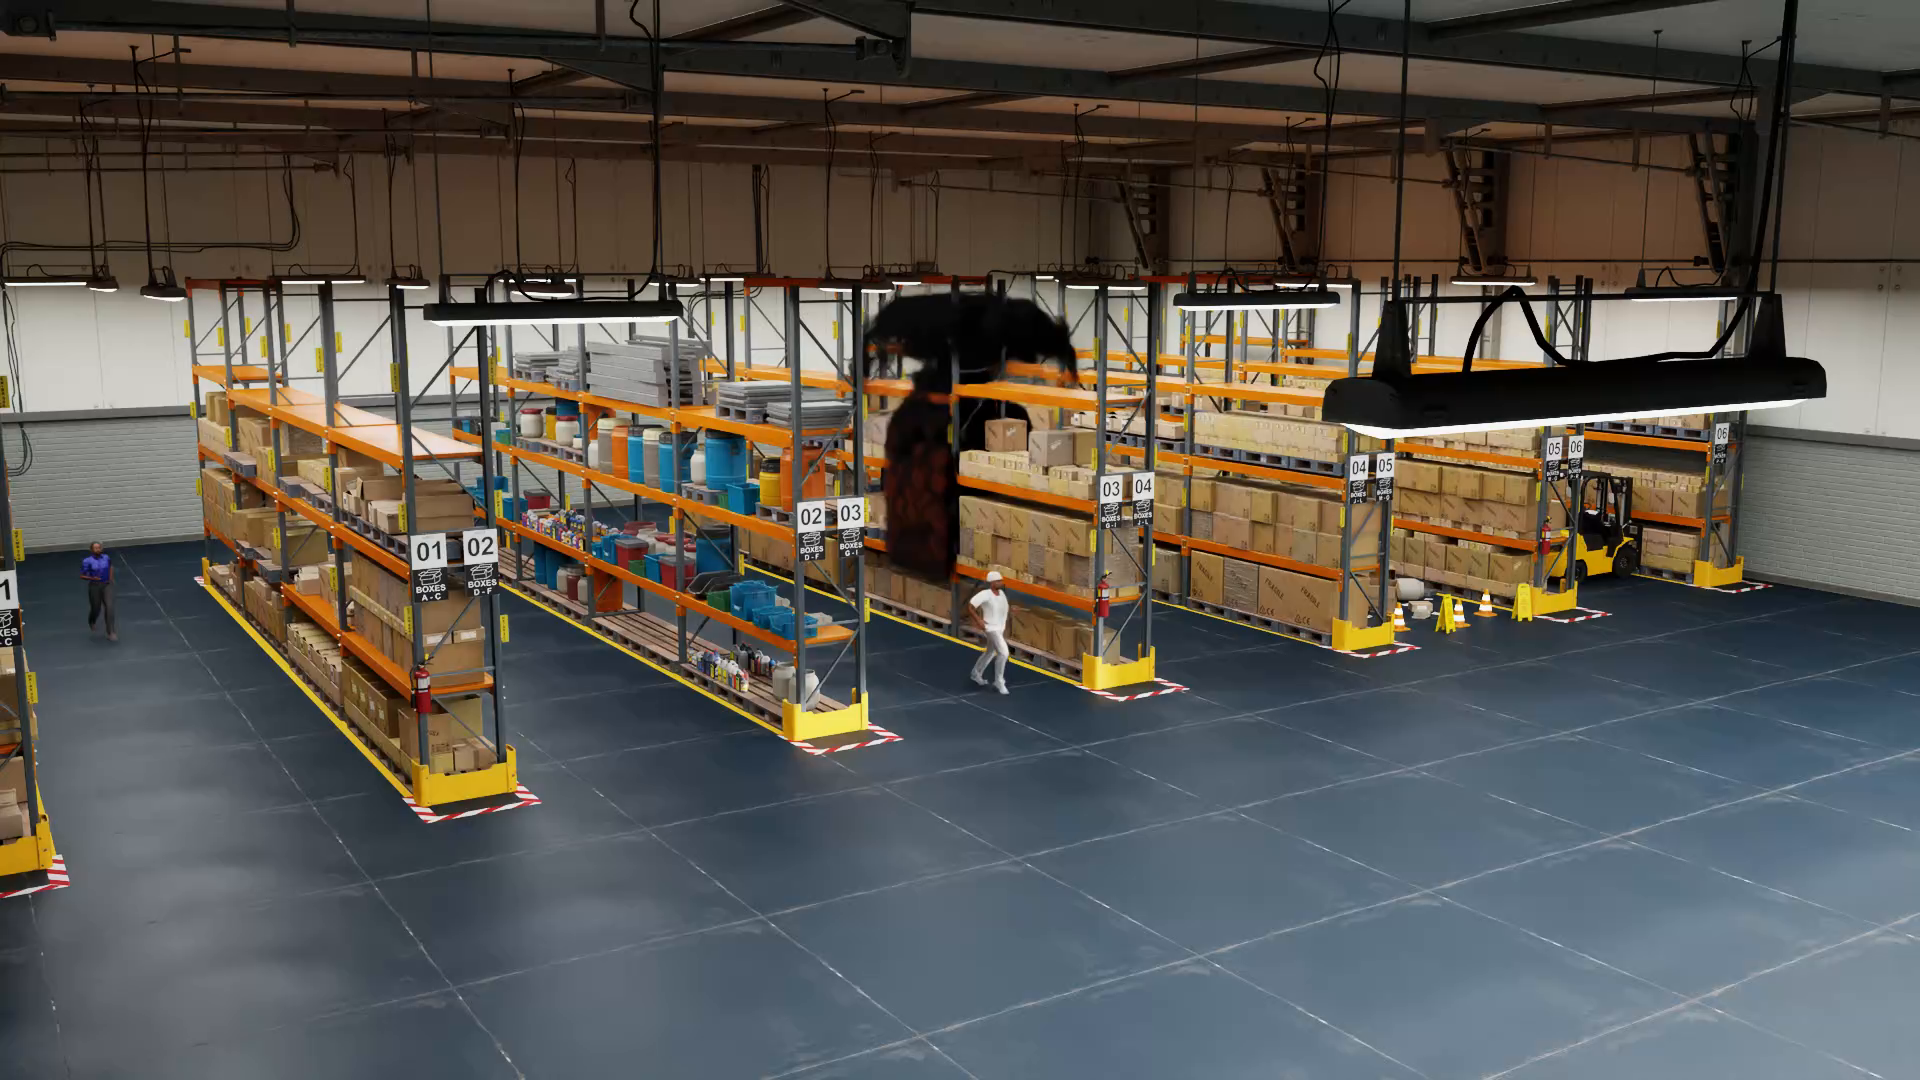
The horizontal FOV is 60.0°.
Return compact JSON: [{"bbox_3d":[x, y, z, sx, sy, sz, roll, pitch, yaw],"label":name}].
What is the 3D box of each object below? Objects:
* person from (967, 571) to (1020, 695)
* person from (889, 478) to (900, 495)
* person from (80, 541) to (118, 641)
[{"bbox_3d":[0.494,1.362,24.640,0.785,1.832,0.674,5,11,26],"label":"person"},{"bbox_3d":[-1.517,-0.599,36.958,0.538,1.552,0.537,-5,11,-28],"label":"person"},{"bbox_3d":[-14.475,0.839,27.981,0.922,1.658,0.579,9,13,44],"label":"person"}]
